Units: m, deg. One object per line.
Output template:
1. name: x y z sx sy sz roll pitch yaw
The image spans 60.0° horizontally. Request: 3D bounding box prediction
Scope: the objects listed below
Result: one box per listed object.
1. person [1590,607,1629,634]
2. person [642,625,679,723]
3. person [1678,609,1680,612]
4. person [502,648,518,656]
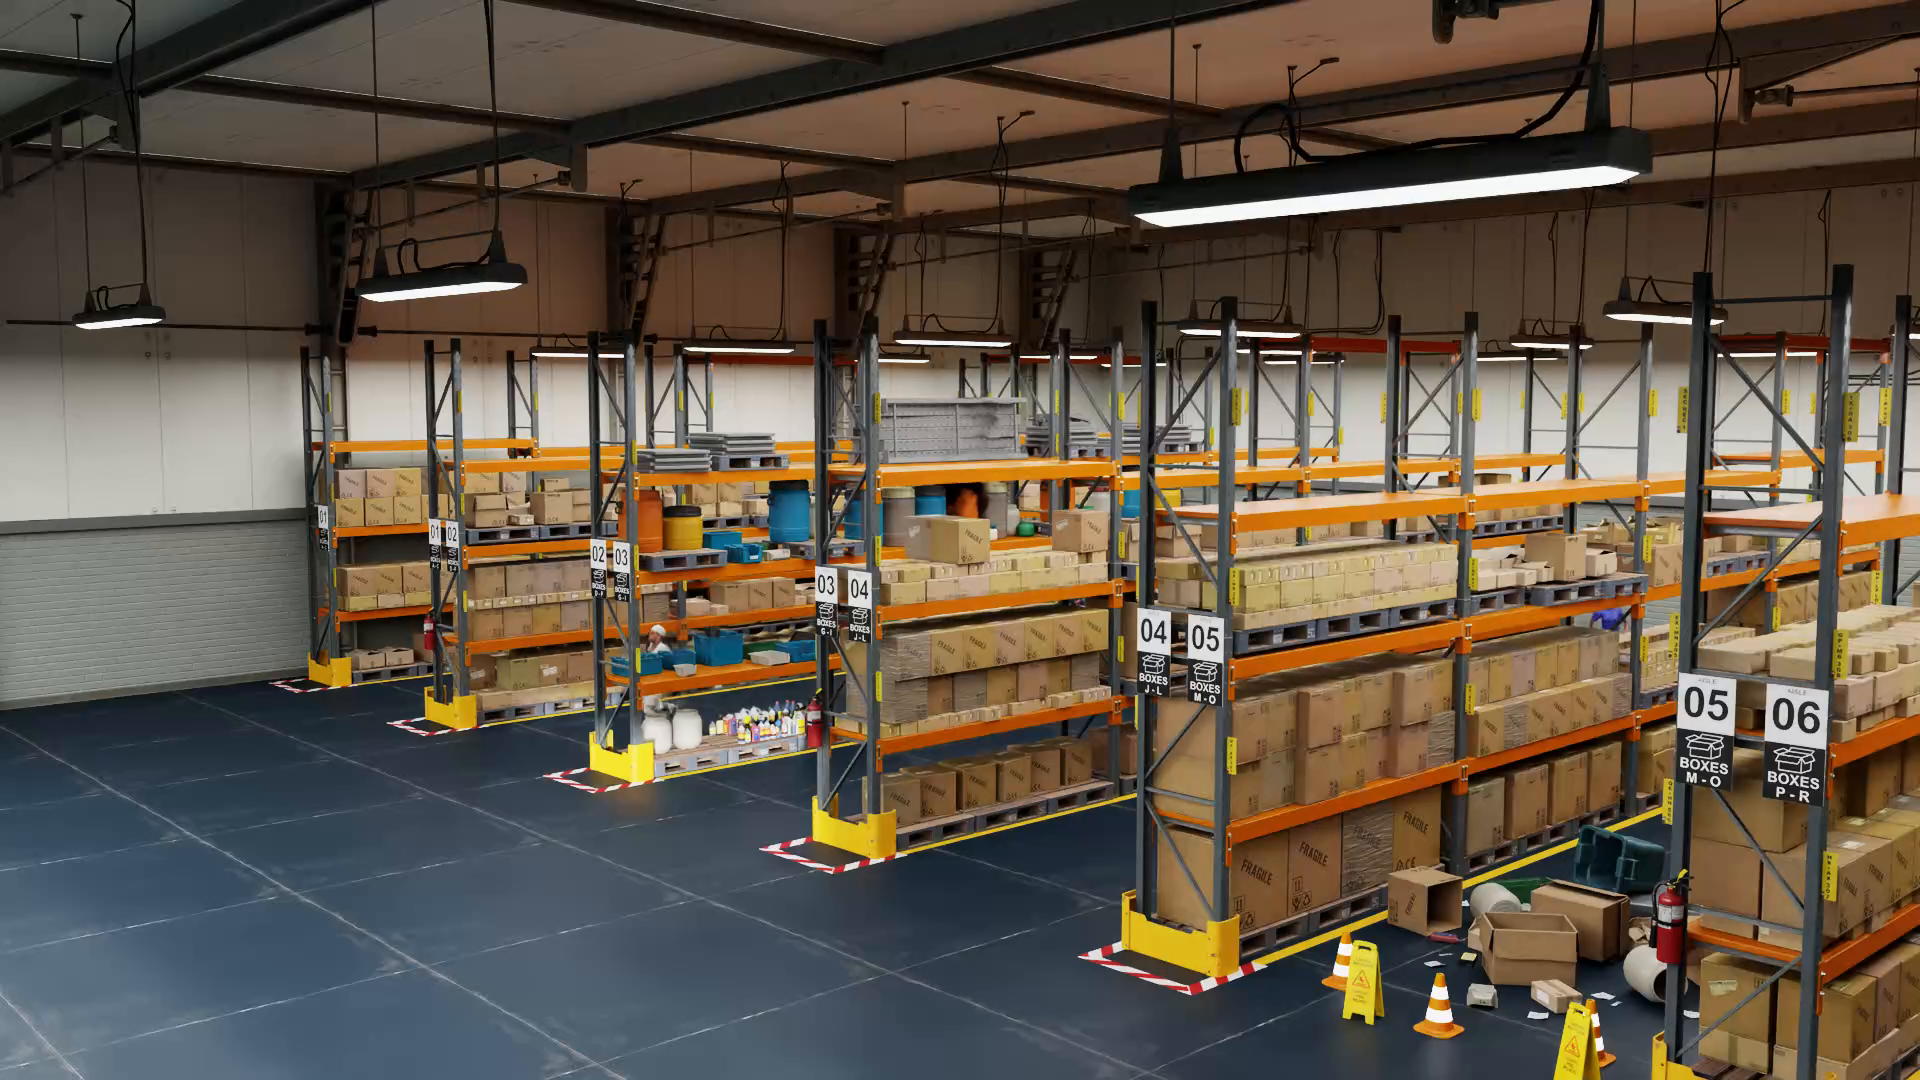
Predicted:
1. person: 11.577 1.766 29.556 0.635 1.624 0.599 0 5 -3
2. person: -4.470 2.126 24.842 0.666 1.731 0.653 -3 6 -34
3. person: 11.644 1.944 26.534 0.867 1.816 0.663 -3 6 -31
4. person: -7.662 1.838 28.712 0.528 1.642 0.767 3 6 33
